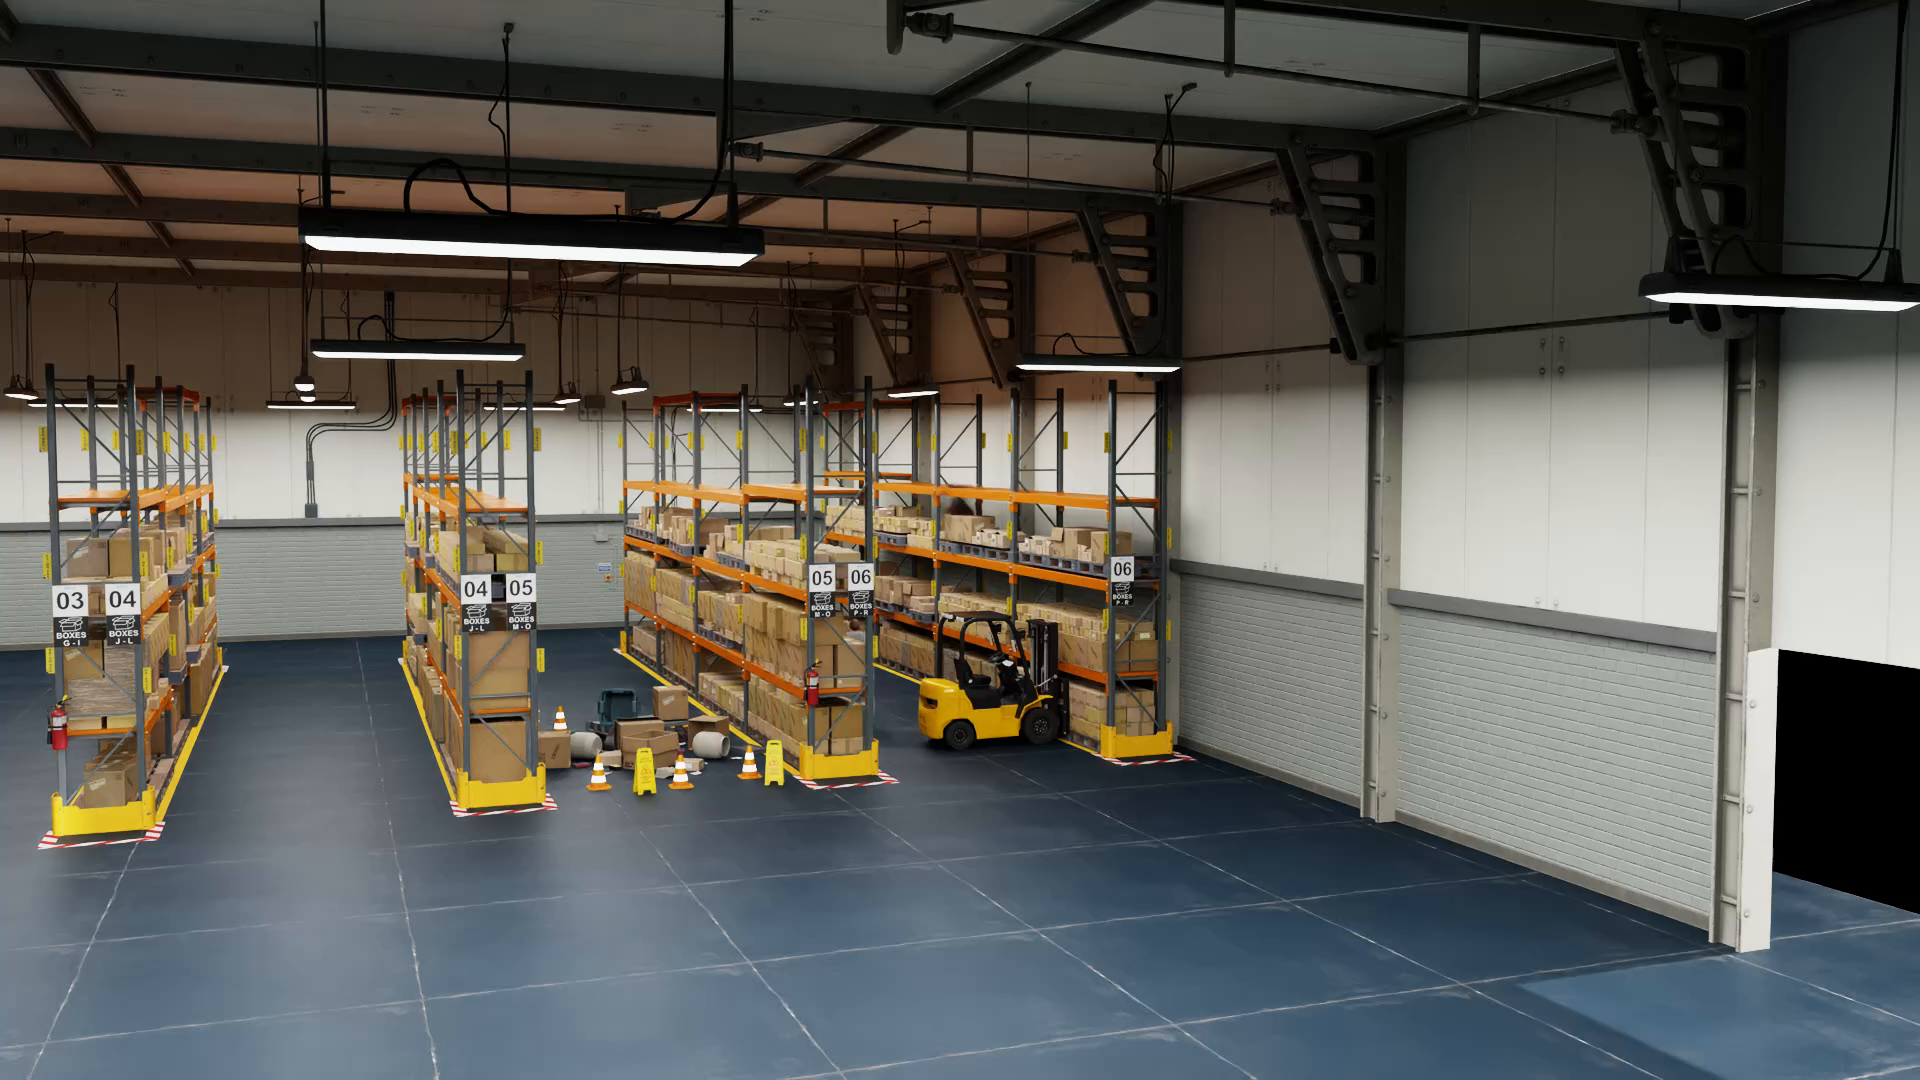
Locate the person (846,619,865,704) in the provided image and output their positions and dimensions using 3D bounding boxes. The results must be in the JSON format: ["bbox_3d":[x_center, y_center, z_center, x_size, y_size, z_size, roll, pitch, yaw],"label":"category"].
[{"bbox_3d":[-1.888,2.210,30.159,0.415,1.576,0.892,-1,4,-20],"label":"person"}]
